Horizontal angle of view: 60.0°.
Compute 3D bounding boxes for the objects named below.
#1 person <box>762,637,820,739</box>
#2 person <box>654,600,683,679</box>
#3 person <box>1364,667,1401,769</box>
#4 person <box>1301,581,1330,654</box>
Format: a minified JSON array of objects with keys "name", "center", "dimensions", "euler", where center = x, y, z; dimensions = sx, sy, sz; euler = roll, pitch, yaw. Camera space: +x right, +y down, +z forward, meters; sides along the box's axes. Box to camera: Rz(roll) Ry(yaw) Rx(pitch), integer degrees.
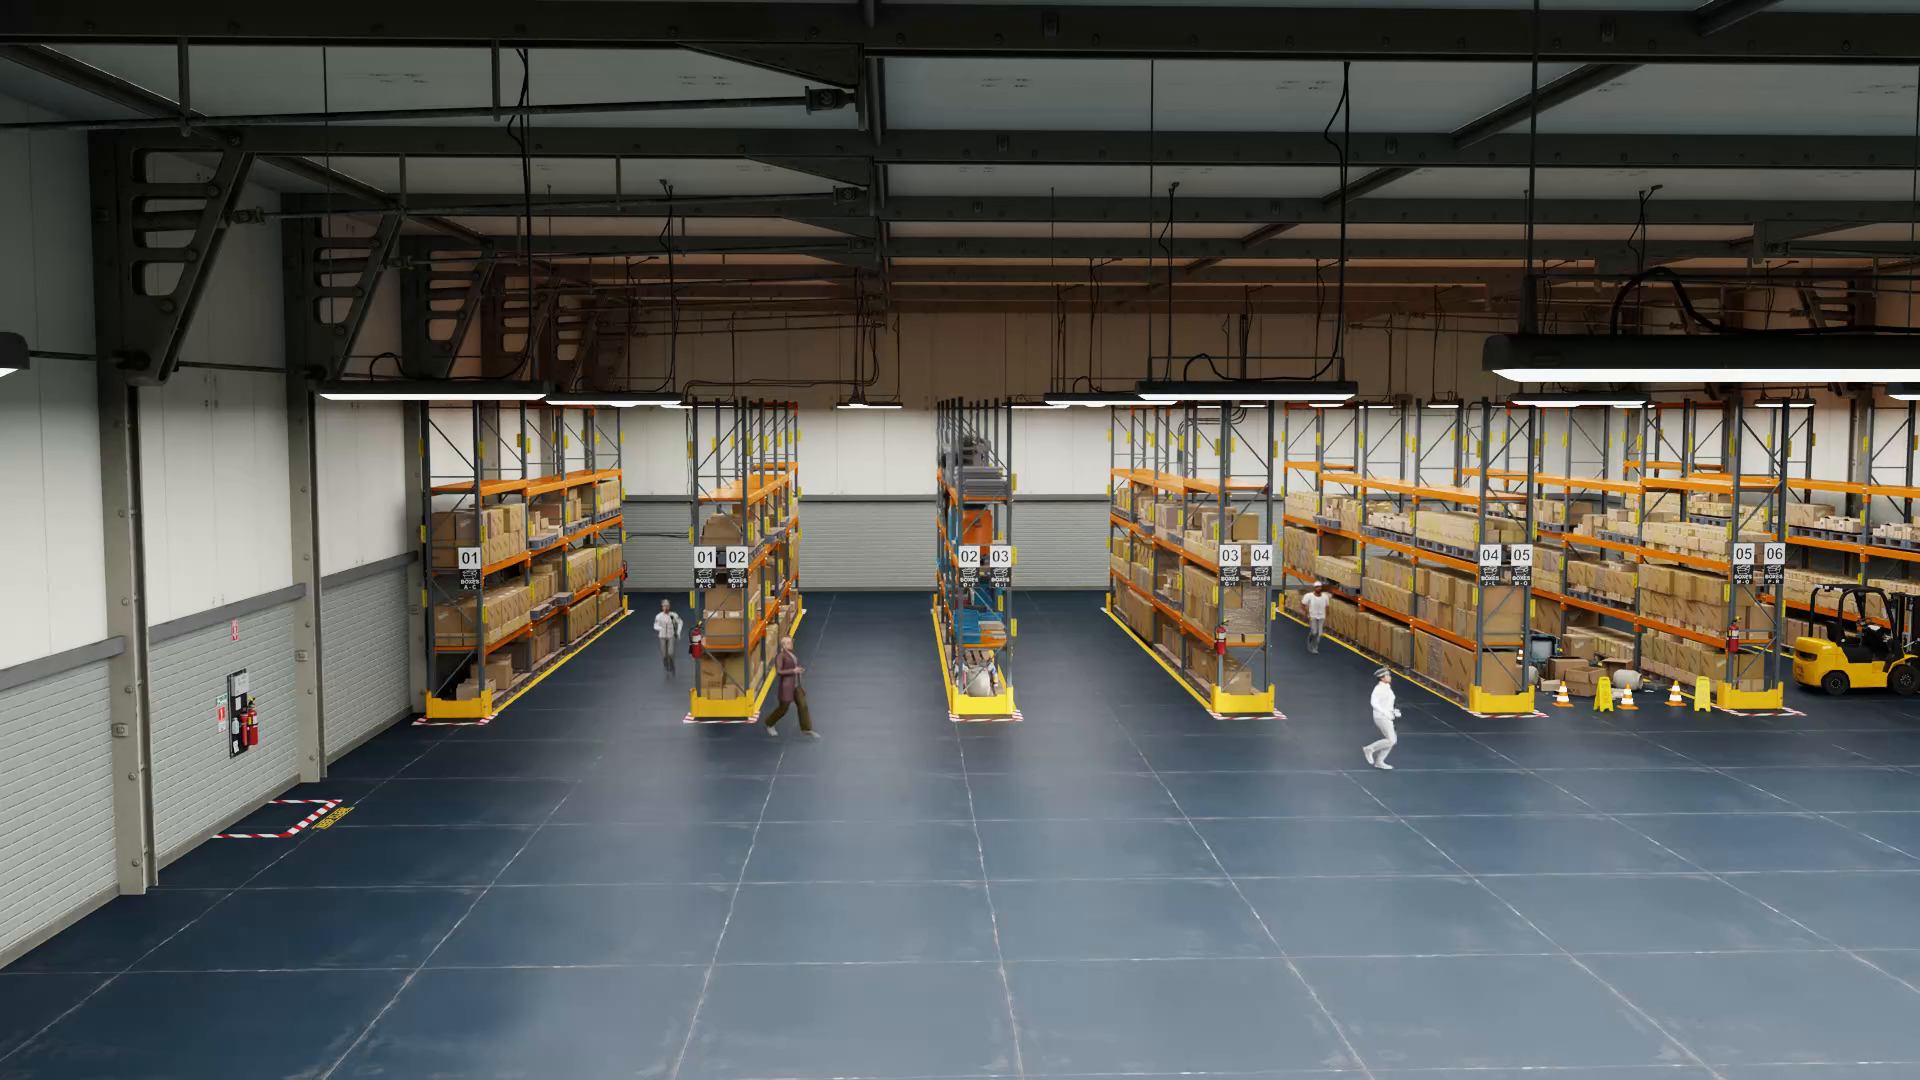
[{"name":"person","center":[-2.956,2.590,29.117],"dimensions":[1.100,1.715,0.731],"euler":[3,5,32]},{"name":"person","center":[-6.274,2.124,35.682],"dimensions":[0.580,1.704,0.683],"euler":[0,4,-1]},{"name":"person","center":[6.768,2.837,26.632],"dimensions":[0.541,1.644,0.600],"euler":[2,5,26]},{"name":"person","center":[8.396,1.836,39.094],"dimensions":[0.670,1.721,0.563],"euler":[0,4,-6]}]
